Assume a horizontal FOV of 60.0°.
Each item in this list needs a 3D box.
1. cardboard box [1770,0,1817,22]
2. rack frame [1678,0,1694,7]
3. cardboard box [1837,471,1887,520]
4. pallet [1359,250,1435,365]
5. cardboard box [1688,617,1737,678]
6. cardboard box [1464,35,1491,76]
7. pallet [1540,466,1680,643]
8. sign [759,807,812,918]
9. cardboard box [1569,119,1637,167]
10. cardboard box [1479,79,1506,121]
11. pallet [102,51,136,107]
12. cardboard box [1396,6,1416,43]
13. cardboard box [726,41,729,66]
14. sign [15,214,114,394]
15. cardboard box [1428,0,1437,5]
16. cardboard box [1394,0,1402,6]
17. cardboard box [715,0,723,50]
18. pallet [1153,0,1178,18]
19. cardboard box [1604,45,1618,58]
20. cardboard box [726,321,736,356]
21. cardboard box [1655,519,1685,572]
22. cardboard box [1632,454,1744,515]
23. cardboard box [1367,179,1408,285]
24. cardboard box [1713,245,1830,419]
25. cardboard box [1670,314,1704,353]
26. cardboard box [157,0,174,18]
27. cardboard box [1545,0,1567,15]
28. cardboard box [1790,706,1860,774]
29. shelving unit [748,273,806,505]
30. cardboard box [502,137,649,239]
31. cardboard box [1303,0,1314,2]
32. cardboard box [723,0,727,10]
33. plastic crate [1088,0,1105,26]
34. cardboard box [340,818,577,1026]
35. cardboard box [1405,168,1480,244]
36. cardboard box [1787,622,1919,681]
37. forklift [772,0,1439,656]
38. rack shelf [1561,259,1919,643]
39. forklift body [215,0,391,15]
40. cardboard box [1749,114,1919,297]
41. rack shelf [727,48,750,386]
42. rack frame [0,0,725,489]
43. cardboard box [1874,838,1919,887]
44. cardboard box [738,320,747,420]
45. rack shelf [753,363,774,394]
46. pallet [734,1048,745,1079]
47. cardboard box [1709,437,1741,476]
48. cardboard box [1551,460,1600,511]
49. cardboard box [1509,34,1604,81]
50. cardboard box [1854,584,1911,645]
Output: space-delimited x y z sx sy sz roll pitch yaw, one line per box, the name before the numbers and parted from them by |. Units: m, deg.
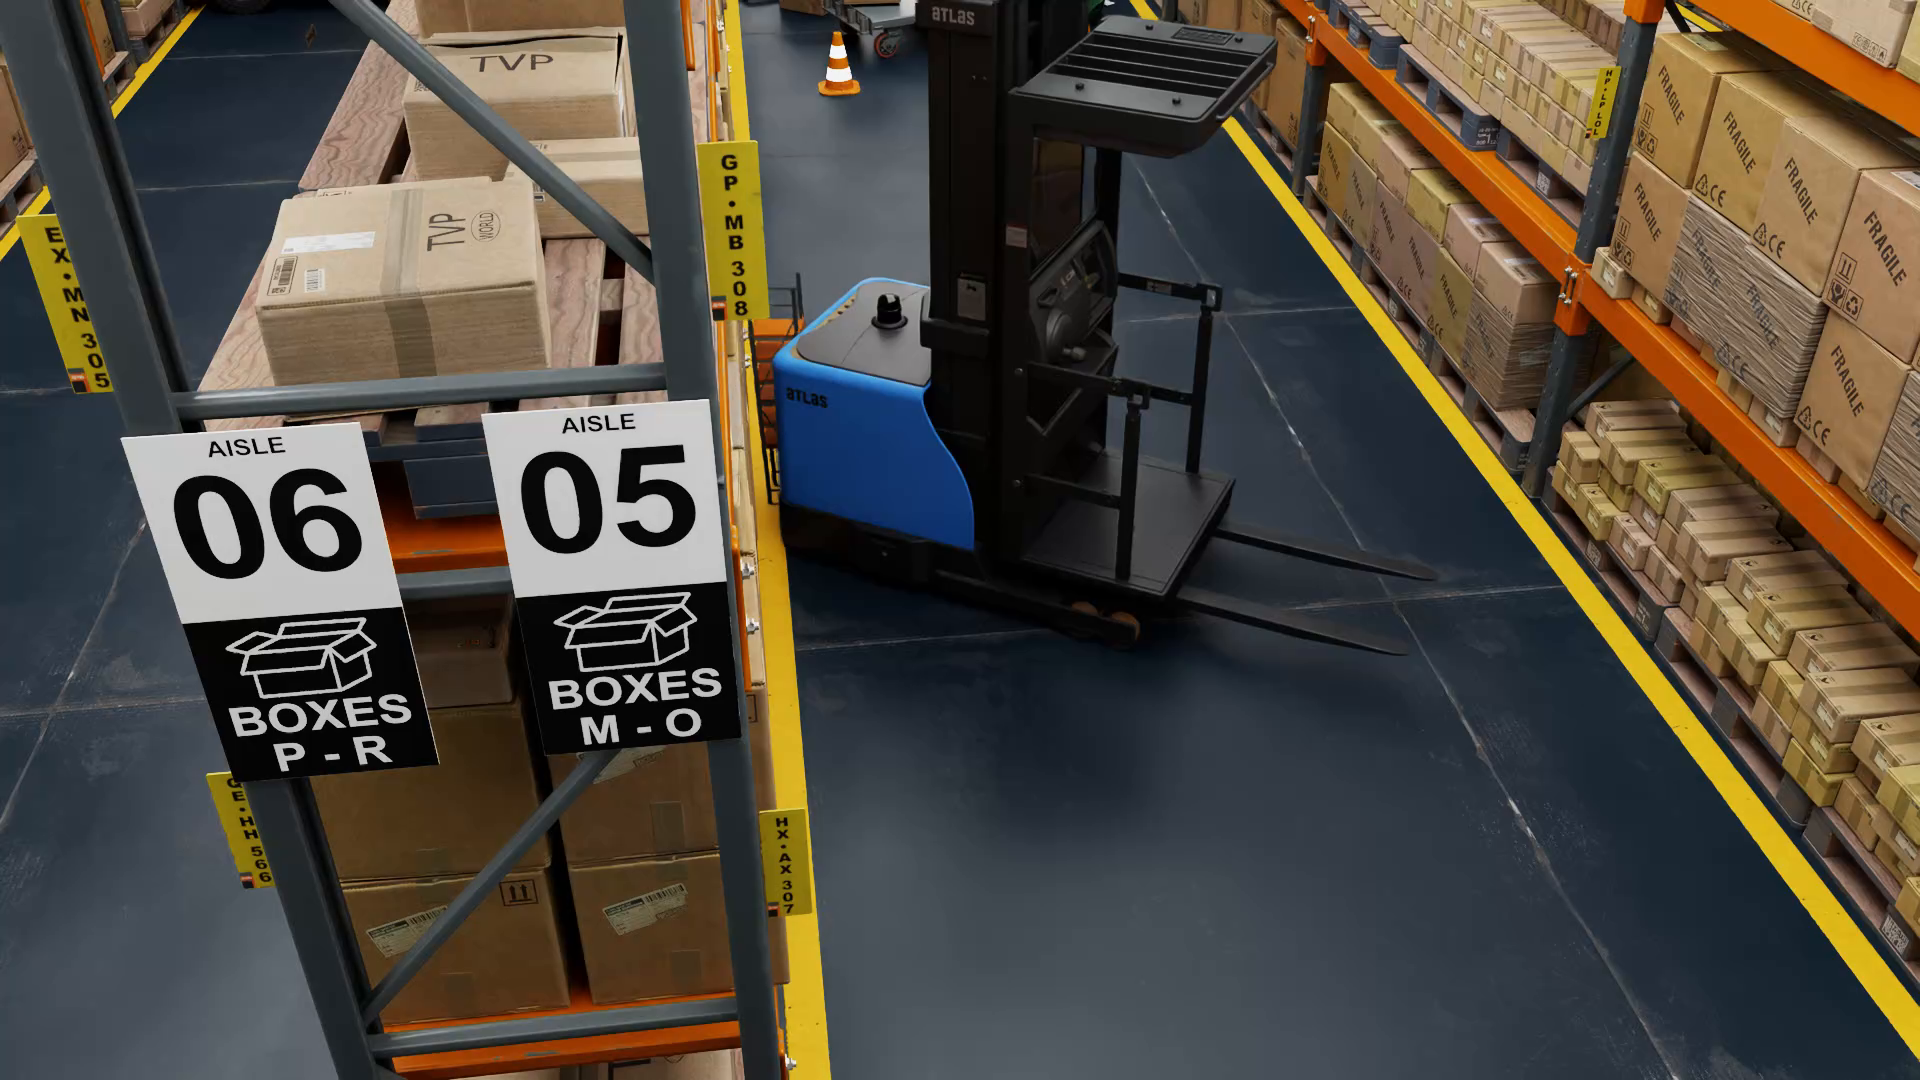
cardboard box | 3.294 -2.136 6.190 0.500 0.250 0.500 -5 35 -7
rack frame | 7.270 -6.299 14.829 1.000 3.000 0.127 -4 35 -6
cardboard box | 3.493 -0.212 6.121 0.380 0.149 0.250 -4 34 -6
pallet | 3.143 -1.480 10.234 1.003 0.211 1.213 -4 35 -6
cardboard box | 3.362 0.438 7.103 0.380 0.149 0.250 -5 35 -8
cardboard box | 2.987 -2.650 9.062 0.380 0.149 0.250 -4 35 -6
pallet | 3.542 0.009 8.049 1.003 0.211 1.213 -4 35 -6
sign | -0.386 0.719 3.692 0.100 0.325 0.005 -4 35 -6
cardboard box | 3.168 -1.915 7.983 0.380 0.149 0.250 -3 34 -5
cardboard box | 3.024 -2.371 8.915 0.380 0.149 0.250 -6 35 -8
pallet | -7.331 -3.610 13.360 1.003 0.211 1.213 -4 35 -6
cardboard box | 2.850 -3.101 9.988 0.380 0.149 0.250 -3 34 -4
cardboard box | -1.603 -2.708 9.693 0.500 0.250 0.500 -4 34 -6
sign | -1.476 -0.391 2.781 0.100 0.325 0.005 -4 35 -6
cardboard box | 2.890 -3.205 9.611 0.380 0.149 0.250 -3 34 -4
cardboard box | 2.823 -3.355 10.096 0.380 0.149 0.250 -5 35 -8
cardboard box | -1.410 -2.368 8.084 0.500 0.500 0.500 -5 35 -8
pallet | 2.316 -5.258 15.777 1.003 0.211 1.213 -4 35 -6
cardboard box | 3.674 -2.547 8.909 0.380 0.149 0.250 -3 34 -4
cardboard box | -0.877 -0.662 5.005 0.380 0.149 0.250 -5 35 -8
cardboard box | 3.374 0.011 7.464 0.380 0.149 0.250 -6 35 -9
cardboard box | 3.319 -0.253 7.588 0.380 0.149 0.250 -5 35 -7
cardboard box | 2.866 -1.908 10.232 0.500 0.500 0.500 -5 35 -8
cardboard box | 3.340 -0.825 6.444 0.500 0.500 0.500 -5 35 -7
cardboard box | 3.327 -0.945 7.197 0.380 0.149 0.250 -6 35 -8
cardboard box | -7.289 -4.785 14.676 0.500 0.250 0.500 -5 35 -7
cardboard box | 3.571 -3.103 9.461 0.380 0.149 0.250 -3 34 -4
cardboard box | 3.447 0.748 6.384 0.380 0.149 0.250 -4 34 -6
shelving unit | -0.875 -0.733 8.251 0.258 1.200 0.189 0 34 3
cardboard box | -0.855 -0.827 3.898 0.380 0.149 0.250 -3 34 -5
cardboard box | 2.552 -4.020 11.396 0.500 0.500 0.500 -4 35 -6
cardboard box | -2.362 -4.935 14.897 0.500 0.250 0.500 -6 35 -9
plastic crate | 1.020 -4.839 15.133 0.450 0.188 0.662 21 39 12
cardboard box | -1.264 0.858 4.239 0.500 0.500 0.500 -4 34 -6
cardboard box | 2.925 -1.944 9.620 0.500 0.250 0.500 -6 35 -8
cardboard box | 3.506 0.469 6.528 0.380 0.149 0.250 -5 35 -8
forklift | 0.684 -1.059 7.202 3.031 2.935 1.130 14 37 20
rack shelf | 3.686 -0.102 6.375 1.077 0.370 4.000 -4 35 -6
forklift body | -5.944 -6.132 15.338 2.313 2.155 1.214 -4 35 -6
cardboard box | 3.358 -1.251 6.181 0.500 0.500 0.500 -4 34 -6
rack shelf | -1.743 -1.903 9.017 1.077 0.370 4.000 -4 35 -6
rack frame | -0.937 -1.331 2.212 1.000 3.000 0.127 -4 35 -6
cardboard box | 3.592 1.154 6.052 0.380 0.149 0.250 -5 35 -7
cardboard box | -0.999 -0.729 5.680 0.500 0.500 0.500 -4 34 -6
rack shelf | -0.877 -0.796 8.209 0.258 0.103 0.180 0 34 3
pallet | -1.122 1.860 5.333 1.003 0.211 1.213 -4 35 -6
cardboard box | 3.796 -0.438 7.860 0.380 0.149 0.250 -4 34 -6
cardboard box | 3.148 -0.283 8.161 0.380 0.149 0.250 -6 35 -8
cardboard box | 3.064 -2.481 8.549 0.380 0.149 0.250 -4 35 -7
cardboard box | 3.896 0.291 6.789 0.380 0.149 0.250 -4 35 -6
